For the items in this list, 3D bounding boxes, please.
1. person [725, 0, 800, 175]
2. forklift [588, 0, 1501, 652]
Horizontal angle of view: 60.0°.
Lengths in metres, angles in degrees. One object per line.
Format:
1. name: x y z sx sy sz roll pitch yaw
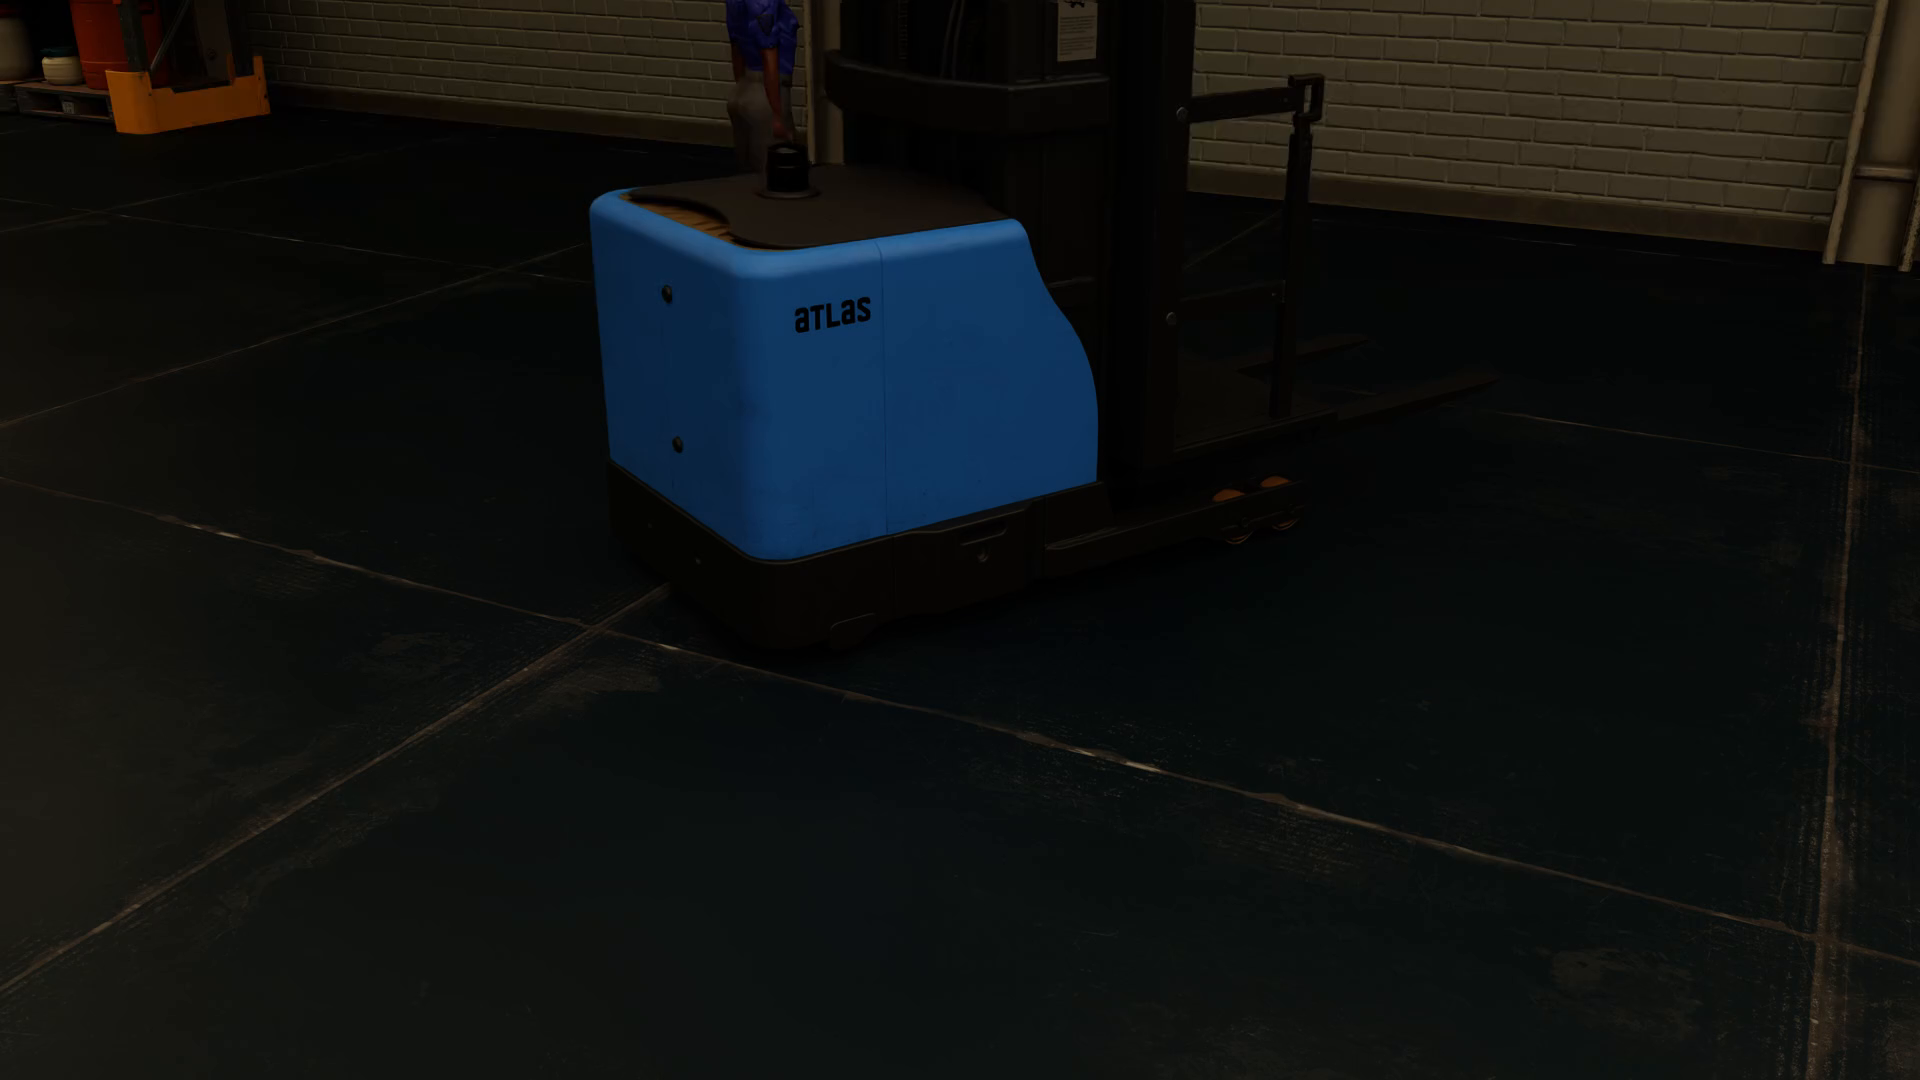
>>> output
1. person: -0.862 -1.930 7.506 0.340 1.660 0.453 -11 25 -24
2. forklift: 0.467 -1.491 4.828 3.031 2.935 1.130 -15 27 -31
